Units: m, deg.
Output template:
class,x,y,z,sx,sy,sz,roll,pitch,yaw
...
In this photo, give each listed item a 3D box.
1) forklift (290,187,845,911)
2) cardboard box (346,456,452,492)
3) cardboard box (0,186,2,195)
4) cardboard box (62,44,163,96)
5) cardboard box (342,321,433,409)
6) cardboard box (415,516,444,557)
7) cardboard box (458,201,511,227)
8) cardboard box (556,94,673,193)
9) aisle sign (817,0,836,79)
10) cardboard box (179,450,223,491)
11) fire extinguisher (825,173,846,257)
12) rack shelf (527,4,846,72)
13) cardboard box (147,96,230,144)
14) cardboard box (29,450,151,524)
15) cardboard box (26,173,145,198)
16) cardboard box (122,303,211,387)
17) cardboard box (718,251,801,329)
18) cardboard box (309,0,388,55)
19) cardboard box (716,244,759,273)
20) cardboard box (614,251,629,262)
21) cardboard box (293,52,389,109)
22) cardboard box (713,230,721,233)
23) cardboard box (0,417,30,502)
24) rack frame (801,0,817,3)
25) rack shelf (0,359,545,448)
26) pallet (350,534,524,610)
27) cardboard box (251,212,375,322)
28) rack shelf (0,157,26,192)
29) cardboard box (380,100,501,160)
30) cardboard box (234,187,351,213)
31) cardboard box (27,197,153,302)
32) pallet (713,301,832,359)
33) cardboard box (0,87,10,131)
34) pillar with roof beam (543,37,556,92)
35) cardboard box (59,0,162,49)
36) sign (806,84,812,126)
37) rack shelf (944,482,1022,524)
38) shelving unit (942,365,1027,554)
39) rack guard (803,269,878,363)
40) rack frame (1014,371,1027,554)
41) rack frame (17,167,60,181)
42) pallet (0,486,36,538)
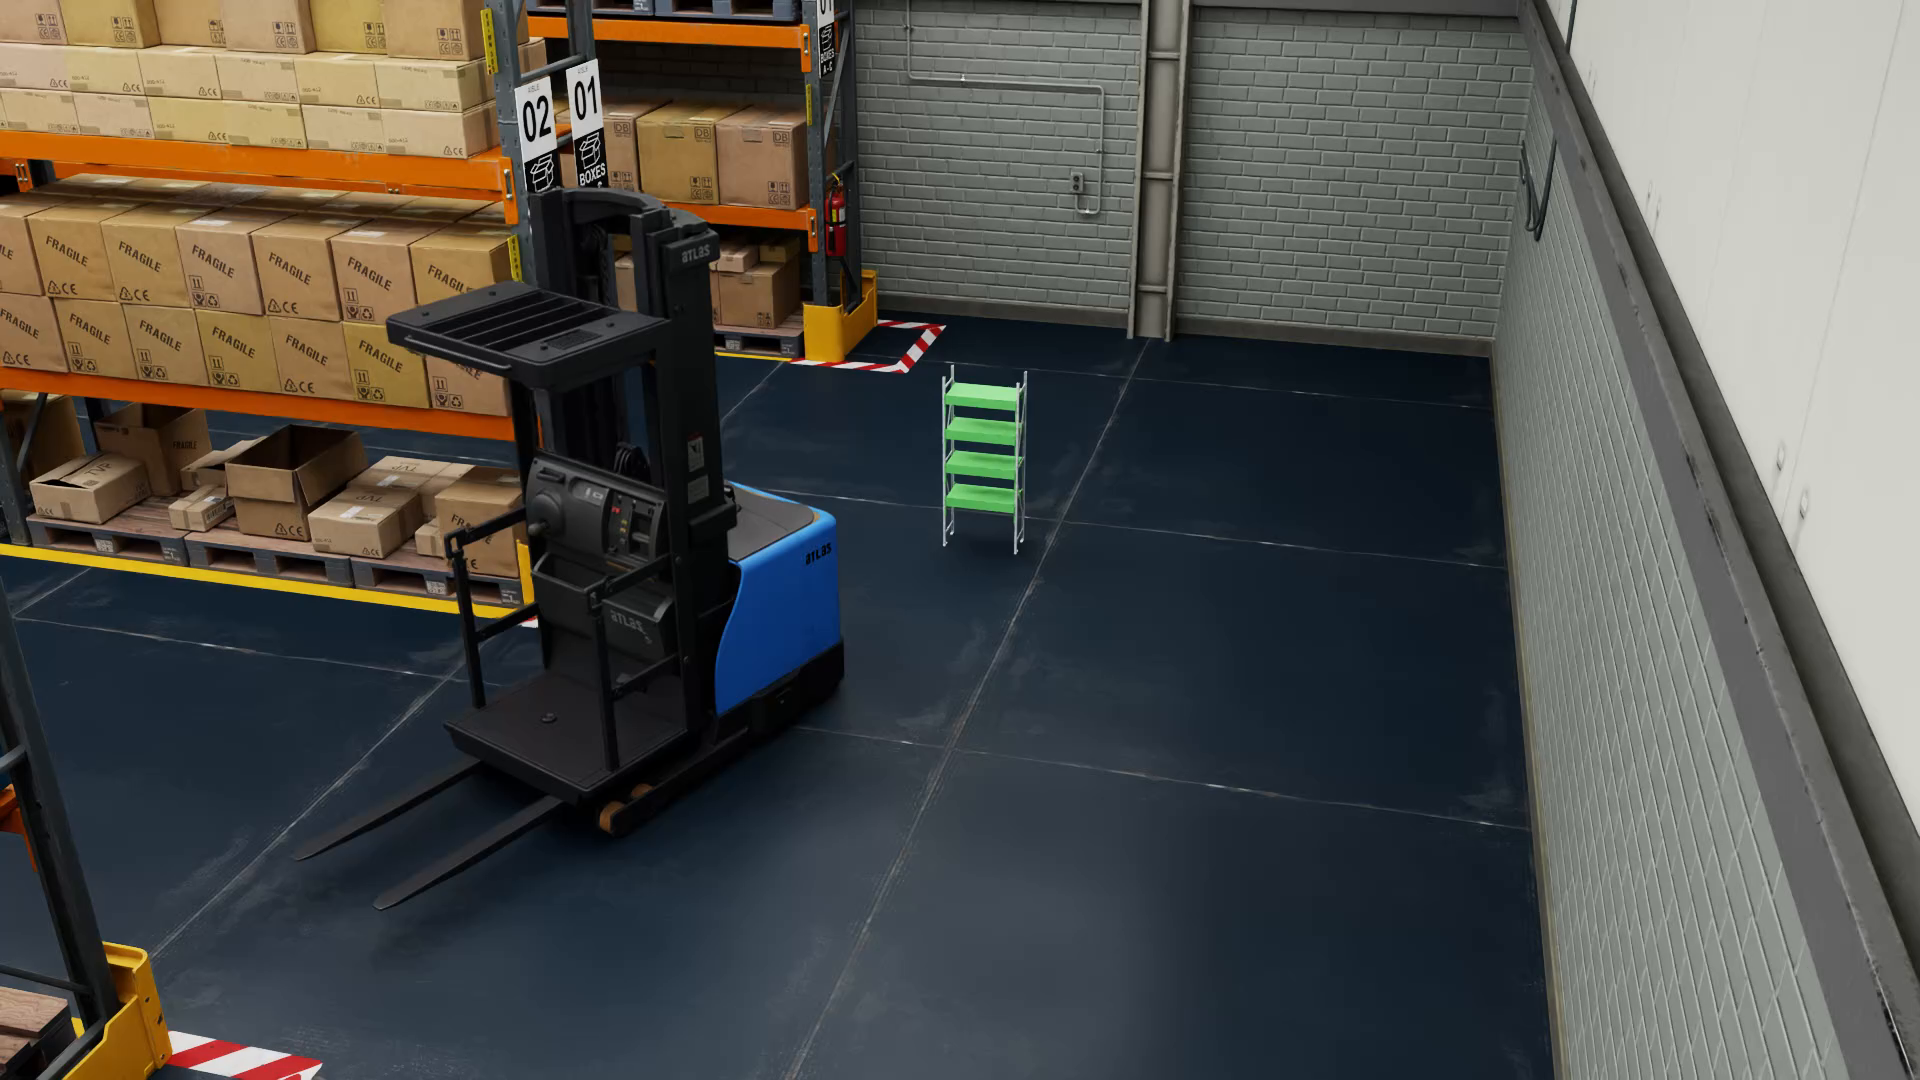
class,x,y,z,sx,sy,sz,roll,pitch,yaw
forklift,-1.930,-0.104,8.059,1.130,2.935,3.031,17,30,32
cardboard box,-3.740,-0.335,11.150,0.500,0.250,0.500,6,26,13
cardboard box,-10.080,-3.564,16.771,0.500,0.250,0.500,7,26,14
cardboard box,-4.814,-2.768,9.678,0.500,0.250,0.500,6,26,13
cardboard box,-3.320,-1.128,10.014,0.500,0.500,0.500,7,26,13
cardboard box,-3.273,-0.050,10.650,0.250,0.166,0.380,6,26,13
cardboard box,-2.680,-1.748,10.153,0.500,0.500,0.500,7,26,15
cardboard box,-3.025,-3.501,14.766,0.700,0.700,0.980,5,26,10
aisle sign,-1.090,-4.198,13.554,0.004,0.787,0.394,6,26,13
cardboard box,-5.189,-0.476,11.565,0.250,0.149,0.380,6,26,13
fire extinguisher,-1.054,-2.745,14.051,0.183,0.674,0.296,6,26,13
rack shelf,-3.022,-4.401,14.351,4.000,0.370,1.077,6,26,13
cardboard box,-4.328,-2.492,9.681,0.500,0.250,0.500,6,26,13
cardboard box,-5.837,-0.372,11.158,0.500,0.311,0.500,6,26,13
cardboard box,-5.635,-2.073,10.834,0.500,0.500,0.500,6,26,13
cardboard box,-4.783,-1.292,10.357,0.500,0.500,0.500,6,26,13
cardboard box,-1.788,-2.251,14.908,0.500,0.500,0.700,6,26,13
cardboard box,-3.280,-3.082,9.465,0.500,0.500,0.700,6,26,13
cardboard box,-1.958,-2.482,14.638,0.250,0.149,0.380,6,26,12
cardboard box,-3.278,-2.412,15.247,0.500,0.500,0.700,7,26,14
cardboard box,-3.361,-2.609,9.343,0.500,0.250,0.500,6,26,13
cardboard box,-2.350,-2.695,15.086,0.250,0.149,0.380,7,26,13
cardboard box,-6.739,-0.526,11.261,0.500,0.500,0.500,6,26,13
rack frame,-1.085,-5.866,13.102,0.127,3.000,1.000,6,26,13
rack shelf,-4.253,-0.983,10.663,4.000,0.370,1.077,6,26,13
pallet,-3.162,0.072,10.854,1.213,0.211,1.003,6,26,13
cardboard box,-3.808,-1.631,9.907,0.500,0.500,0.500,7,26,14
rack shelf,-10.770,-3.903,16.795,4.000,0.370,1.077,6,26,13
cardboard box,-2.879,-2.326,9.331,0.500,0.250,0.500,6,26,13
cardboard box,-4.163,-1.910,10.494,0.500,0.500,0.500,6,26,13
cardboard box,-5.303,-1.796,10.254,0.500,0.500,0.500,5,26,11
pallet,-1.879,-1.951,15.102,1.213,0.211,1.003,6,26,13
cardboard box,-5.780,-2.654,10.020,0.500,0.250,0.500,6,26,13
pillar with roof beam,-5.138,-4.787,10.836,0.400,9.000,9.100,6,26,13
cardboard box,-4.774,-3.174,9.658,0.500,0.500,0.700,6,26,13
sign,-1.234,-3.562,13.620,0.005,0.325,0.100,6,26,13
rack shelf,0.160,-0.250,11.085,0.480,0.148,0.258,6,26,13
shelving unit,0.160,-0.524,10.955,0.503,1.200,0.258,6,26,13
rack guard,-1.062,-2.026,14.923,0.348,0.500,1.175,6,26,13
rack frame,0.397,-0.498,10.900,0.015,1.200,0.240,6,26,13
rack frame,-8.833,-4.013,16.190,0.127,3.000,1.000,6,26,13
pallet,-6.987,-0.335,11.708,1.213,0.211,1.003,6,26,13
